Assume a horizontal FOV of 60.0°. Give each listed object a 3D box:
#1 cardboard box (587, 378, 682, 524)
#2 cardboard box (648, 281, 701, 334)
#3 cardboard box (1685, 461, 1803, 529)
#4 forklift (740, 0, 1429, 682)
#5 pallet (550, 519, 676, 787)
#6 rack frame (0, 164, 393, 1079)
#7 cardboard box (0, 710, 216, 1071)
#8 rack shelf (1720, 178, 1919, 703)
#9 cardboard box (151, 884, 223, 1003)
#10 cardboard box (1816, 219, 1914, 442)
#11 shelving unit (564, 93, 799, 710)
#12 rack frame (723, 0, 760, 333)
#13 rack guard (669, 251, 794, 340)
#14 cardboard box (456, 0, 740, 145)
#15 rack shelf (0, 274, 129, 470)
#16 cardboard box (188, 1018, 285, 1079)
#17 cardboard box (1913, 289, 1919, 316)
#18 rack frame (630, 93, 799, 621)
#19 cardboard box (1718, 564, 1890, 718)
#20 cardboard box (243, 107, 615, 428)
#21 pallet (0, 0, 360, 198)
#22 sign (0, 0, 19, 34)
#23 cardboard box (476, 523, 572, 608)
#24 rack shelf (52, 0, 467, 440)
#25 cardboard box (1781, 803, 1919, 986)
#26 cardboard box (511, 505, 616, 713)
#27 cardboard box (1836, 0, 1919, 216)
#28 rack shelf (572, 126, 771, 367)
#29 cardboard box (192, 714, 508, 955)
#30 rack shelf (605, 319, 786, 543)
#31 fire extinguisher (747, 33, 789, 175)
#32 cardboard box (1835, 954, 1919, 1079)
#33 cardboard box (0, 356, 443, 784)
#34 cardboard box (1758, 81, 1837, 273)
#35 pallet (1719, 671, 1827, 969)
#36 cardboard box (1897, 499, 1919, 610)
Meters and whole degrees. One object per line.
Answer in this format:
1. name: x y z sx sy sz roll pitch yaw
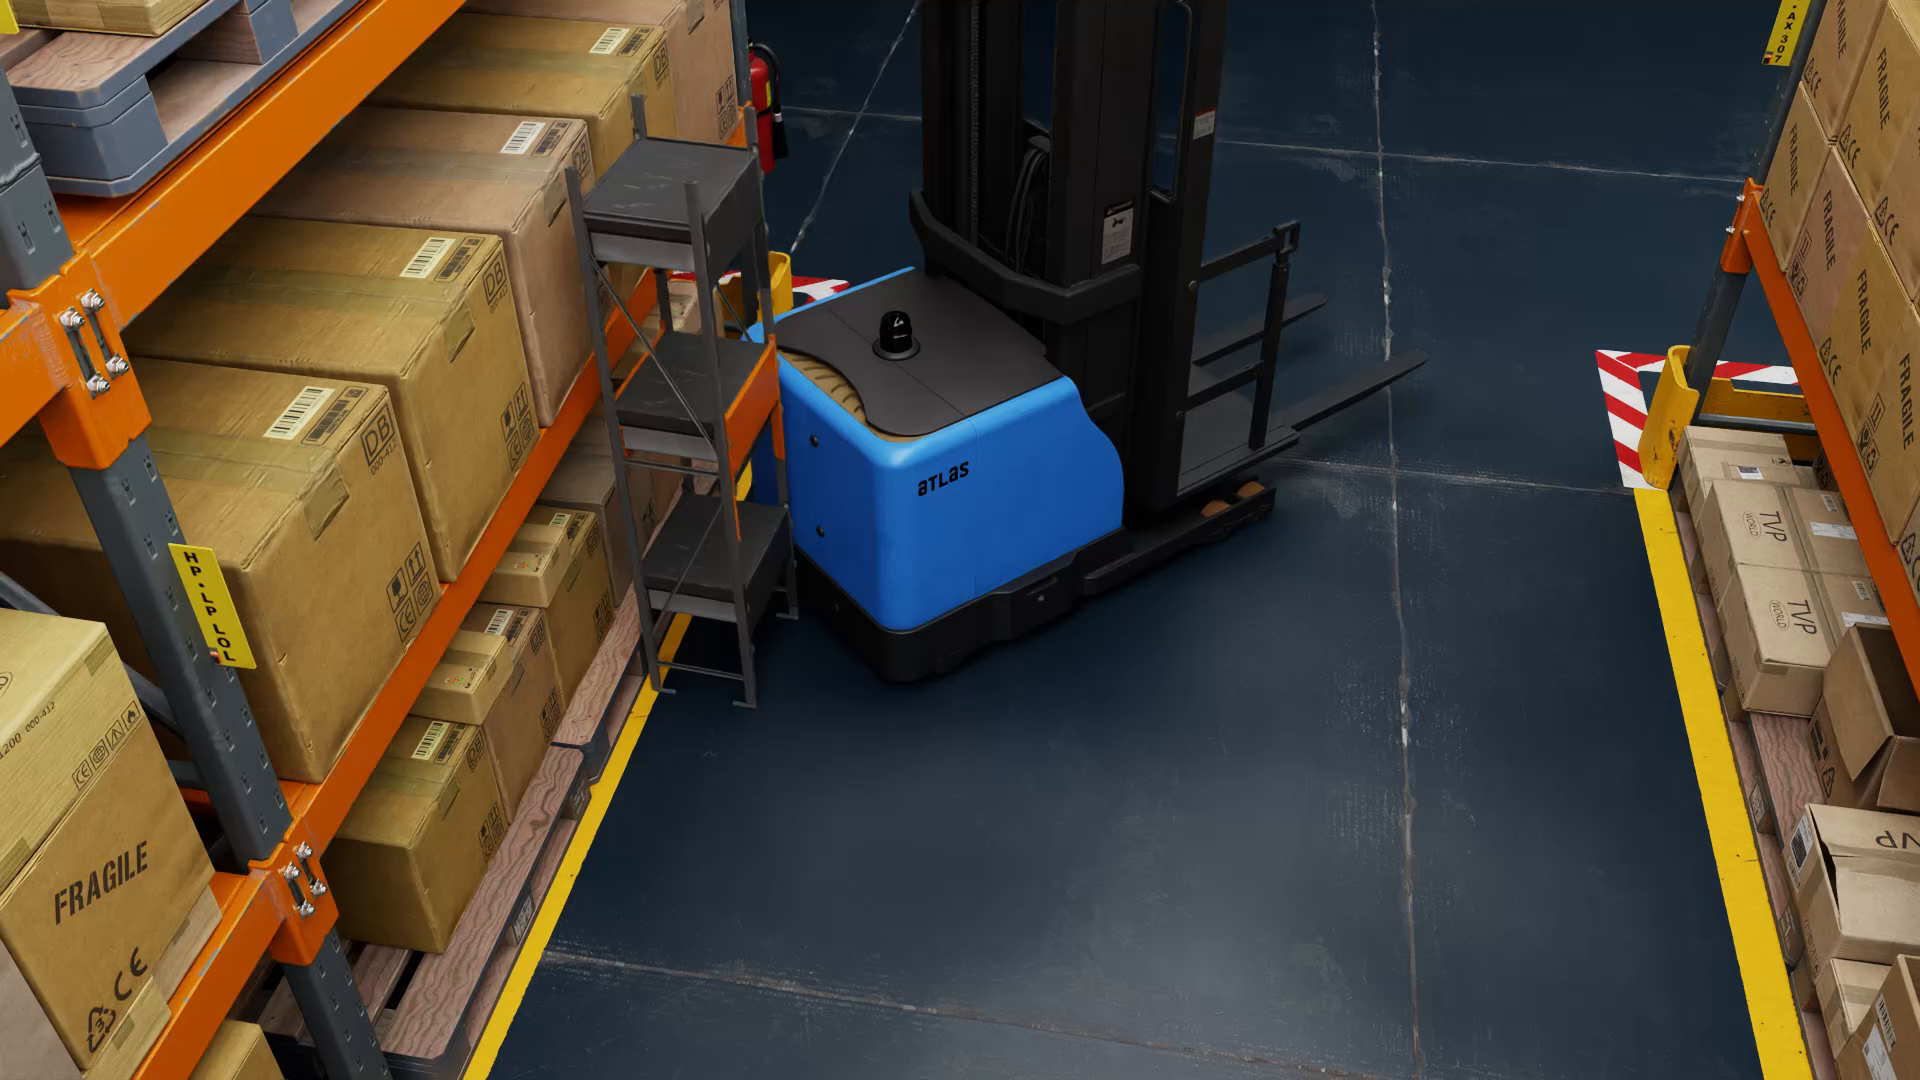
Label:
1. cardboard box: -1.475 -0.444 6.566 0.700 0.500 0.500 6 40 8
2. cardboard box: -1.231 -0.908 6.617 0.380 0.149 0.250 6 40 7
3. cardboard box: 3.060 -0.162 6.471 0.380 0.166 0.250 6 40 8
4. forklift: 0.674 -1.375 6.113 3.031 2.935 1.130 -25 46 -27
5. pallet: -1.640 0.338 6.175 1.003 0.211 1.213 6 40 8
6. rack frame: -2.058 0.500 3.791 1.000 3.000 0.127 6 40 8
7. cardboard box: -1.889 0.657 3.274 0.500 0.500 0.500 6 40 7
8. rack shelf: 3.168 0.066 4.881 1.077 0.370 4.000 6 40 8
9. cardboard box: -1.837 0.832 3.571 0.380 0.149 0.250 7 40 8
10. cardboard box: 3.004 -0.617 5.063 0.500 0.500 0.500 6 40 8
11. shelving unit: -0.873 -0.380 5.559 0.431 2.100 0.503 9 41 11
12. rack frame: -1.365 -2.010 6.828 1.000 3.000 0.127 6 40 8
13. rack guard: -1.361 -1.062 7.642 1.175 0.500 0.348 6 40 8
14. cardboard box: -1.444 -1.805 6.343 0.980 0.700 0.700 8 40 10
15. rack shelf: -2.404 0.876 1.547 1.077 0.370 4.000 6 40 8
16. cardboard box: -2.042 1.589 3.832 0.750 0.750 0.750 7 40 8
17. cardboard box: 2.916 -0.680 4.355 0.500 0.500 0.500 6 40 7
18. rack frame: -0.814 -0.532 5.741 0.400 2.100 0.015 9 41 11
19. cardboard box: 2.968 0.361 5.772 0.500 0.250 0.500 6 40 8
20. cardboard box: -1.700 -0.870 5.212 0.980 0.700 0.700 5 40 6
21. pallet: -1.906 -1.134 3.483 1.003 0.211 1.213 6 40 8
22. sign: -1.521 -0.923 2.505 0.100 0.325 0.005 6 40 8
23. cardboard box: -1.498 0.071 5.433 0.380 0.149 0.250 5 40 6
24. rack shelf: -1.711 -1.634 4.583 1.077 0.370 4.000 6 40 8
25. cardboard box: 2.771 1.051 4.890 0.500 0.311 0.500 6 40 8
26. cardboard box: -1.646 0.207 5.778 0.700 0.500 0.500 7 40 9
27. cardboard box: 3.095 -1.312 5.120 0.500 0.500 0.500 7 40 8
28. rack shelf: -0.874 -0.907 5.120 0.431 0.518 0.480 9 41 11
29. cardboard box: -1.827 0.843 5.008 0.700 0.500 0.500 7 40 8
30. rack shelf: -0.873 -0.369 5.568 0.431 0.518 0.480 9 41 11
31. fire extinguisher: -0.885 -1.881 7.024 0.296 0.674 0.183 6 40 8
32. cardboard box: 2.641 1.449 4.260 0.500 0.500 0.500 6 40 8
33. cardboard box: -1.948 0.046 4.105 0.980 0.700 0.700 7 40 8
34. cardboard box: 3.178 -1.256 5.836 0.500 0.500 0.500 7 40 9
35. pallet: 3.151 0.920 5.472 1.003 0.211 1.213 6 40 8
36. cardboard box: 2.830 0.017 4.297 0.500 0.500 0.500 7 40 9
